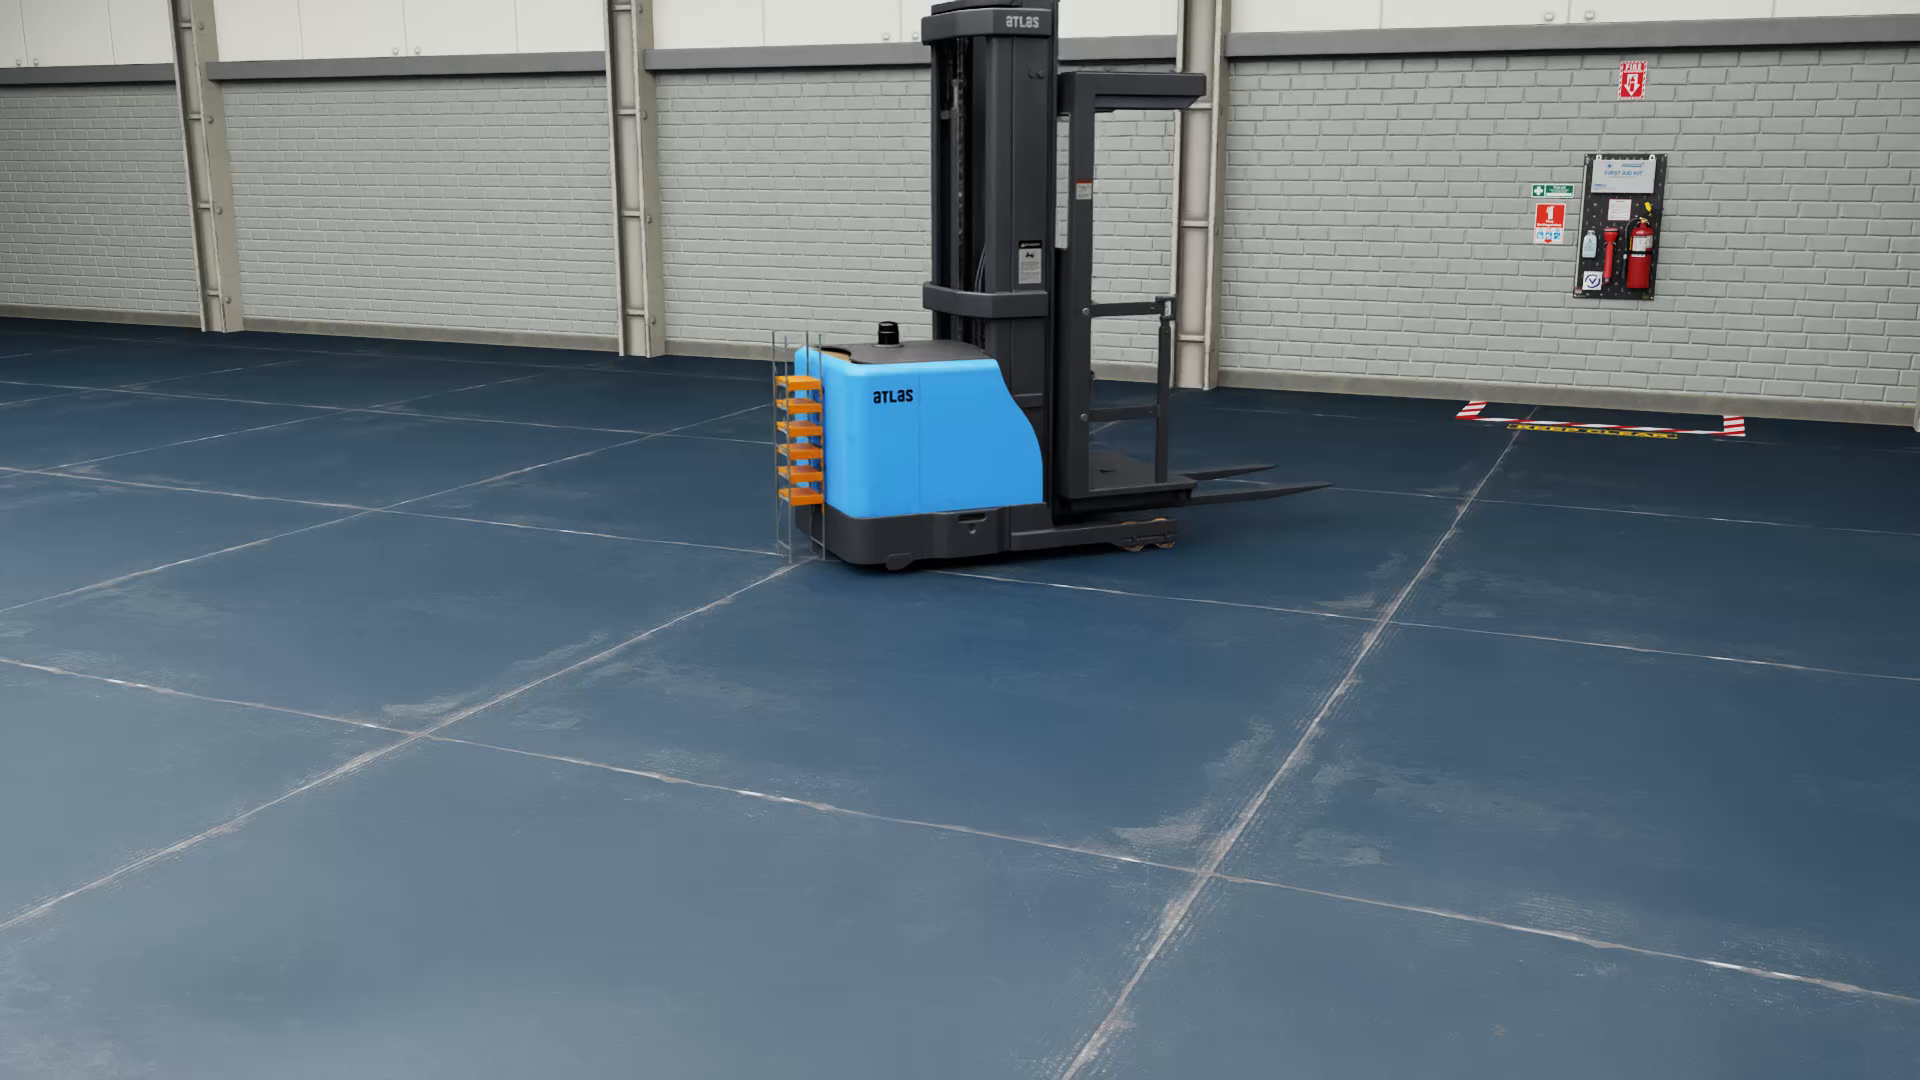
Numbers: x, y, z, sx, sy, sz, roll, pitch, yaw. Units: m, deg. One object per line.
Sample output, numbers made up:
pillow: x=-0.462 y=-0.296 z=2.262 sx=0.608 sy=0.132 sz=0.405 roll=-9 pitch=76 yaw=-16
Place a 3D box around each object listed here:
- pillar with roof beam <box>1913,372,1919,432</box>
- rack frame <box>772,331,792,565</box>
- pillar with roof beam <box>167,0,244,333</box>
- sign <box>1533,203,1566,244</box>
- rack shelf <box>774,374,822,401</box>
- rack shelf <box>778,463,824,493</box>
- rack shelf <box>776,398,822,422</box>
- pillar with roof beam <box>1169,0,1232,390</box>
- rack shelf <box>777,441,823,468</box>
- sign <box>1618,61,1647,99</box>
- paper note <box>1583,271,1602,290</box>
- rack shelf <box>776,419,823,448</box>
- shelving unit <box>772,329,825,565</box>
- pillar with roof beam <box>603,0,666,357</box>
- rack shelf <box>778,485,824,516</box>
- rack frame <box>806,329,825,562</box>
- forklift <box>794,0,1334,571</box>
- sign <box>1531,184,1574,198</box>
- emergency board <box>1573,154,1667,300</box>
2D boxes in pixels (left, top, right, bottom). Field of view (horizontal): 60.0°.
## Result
pillar with roof beam: x=5.872 y=-4.330 z=8.011 sx=0.400 sy=9.000 sz=9.100 roll=6 pitch=14 yaw=23
rack frame: x=-0.927 y=-0.478 z=8.664 sx=0.006 sy=1.200 sz=0.240 roll=-6 pitch=14 yaw=-22
pillar with roof beam: x=-10.586 y=-5.996 z=15.109 sx=0.400 sy=9.000 sz=9.100 roll=6 pitch=14 yaw=23
sign: x=4.908 y=-2.636 z=13.842 sx=0.234 sy=0.329 sz=0.001 roll=6 pitch=14 yaw=23
rack shelf: x=-0.843 y=-0.793 z=8.627 sx=0.180 sy=0.103 sz=0.258 roll=-6 pitch=14 yaw=-22
rack shelf: x=-0.843 y=-0.326 z=8.737 sx=0.180 sy=0.103 sz=0.258 roll=-6 pitch=14 yaw=-22
rack shelf: x=-0.843 y=-0.676 z=8.654 sx=0.180 sy=0.103 sz=0.258 roll=-6 pitch=14 yaw=-22
pillar with roof beam: x=0.386 y=-4.886 z=10.377 sx=0.400 sy=9.000 sz=9.100 roll=6 pitch=14 yaw=23
rack shelf: x=-0.843 y=-0.443 z=8.709 sx=0.180 sy=0.103 sz=0.258 roll=-6 pitch=14 yaw=-22
sign: x=5.405 y=-3.696 z=13.364 sx=0.199 sy=0.298 sz=0.001 roll=6 pitch=14 yaw=23
paper note: x=5.238 y=-2.147 z=13.769 sx=0.142 sy=0.148 sz=0.016 roll=6 pitch=14 yaw=23
rack shelf: x=-0.843 y=-0.559 z=8.682 sx=0.180 sy=0.103 sz=0.258 roll=-6 pitch=14 yaw=-22
shelving unit: x=-0.843 y=-0.486 z=8.699 sx=0.189 sy=1.200 sz=0.258 roll=-6 pitch=14 yaw=-22
pillar with roof beam: x=-5.100 y=-5.441 z=12.743 sx=0.400 sy=9.000 sz=9.100 roll=6 pitch=14 yaw=23
rack shelf: x=-0.843 y=-0.209 z=8.764 sx=0.180 sy=0.103 sz=0.258 roll=-6 pitch=14 yaw=-22
rack frame: x=-0.759 y=-0.494 z=8.734 sx=0.006 sy=1.200 sz=0.240 roll=-6 pitch=14 yaw=-22
forklift: x=0.652 y=-1.468 z=9.097 sx=3.031 sy=2.935 sz=1.130 roll=-6 pitch=14 yaw=-22
sign: x=4.908 y=-2.891 z=13.772 sx=0.331 sy=0.109 sz=0.001 roll=6 pitch=14 yaw=23
emergency board: x=5.372 y=-2.545 z=13.537 sx=0.643 sy=1.169 sz=0.194 roll=6 pitch=14 yaw=23
